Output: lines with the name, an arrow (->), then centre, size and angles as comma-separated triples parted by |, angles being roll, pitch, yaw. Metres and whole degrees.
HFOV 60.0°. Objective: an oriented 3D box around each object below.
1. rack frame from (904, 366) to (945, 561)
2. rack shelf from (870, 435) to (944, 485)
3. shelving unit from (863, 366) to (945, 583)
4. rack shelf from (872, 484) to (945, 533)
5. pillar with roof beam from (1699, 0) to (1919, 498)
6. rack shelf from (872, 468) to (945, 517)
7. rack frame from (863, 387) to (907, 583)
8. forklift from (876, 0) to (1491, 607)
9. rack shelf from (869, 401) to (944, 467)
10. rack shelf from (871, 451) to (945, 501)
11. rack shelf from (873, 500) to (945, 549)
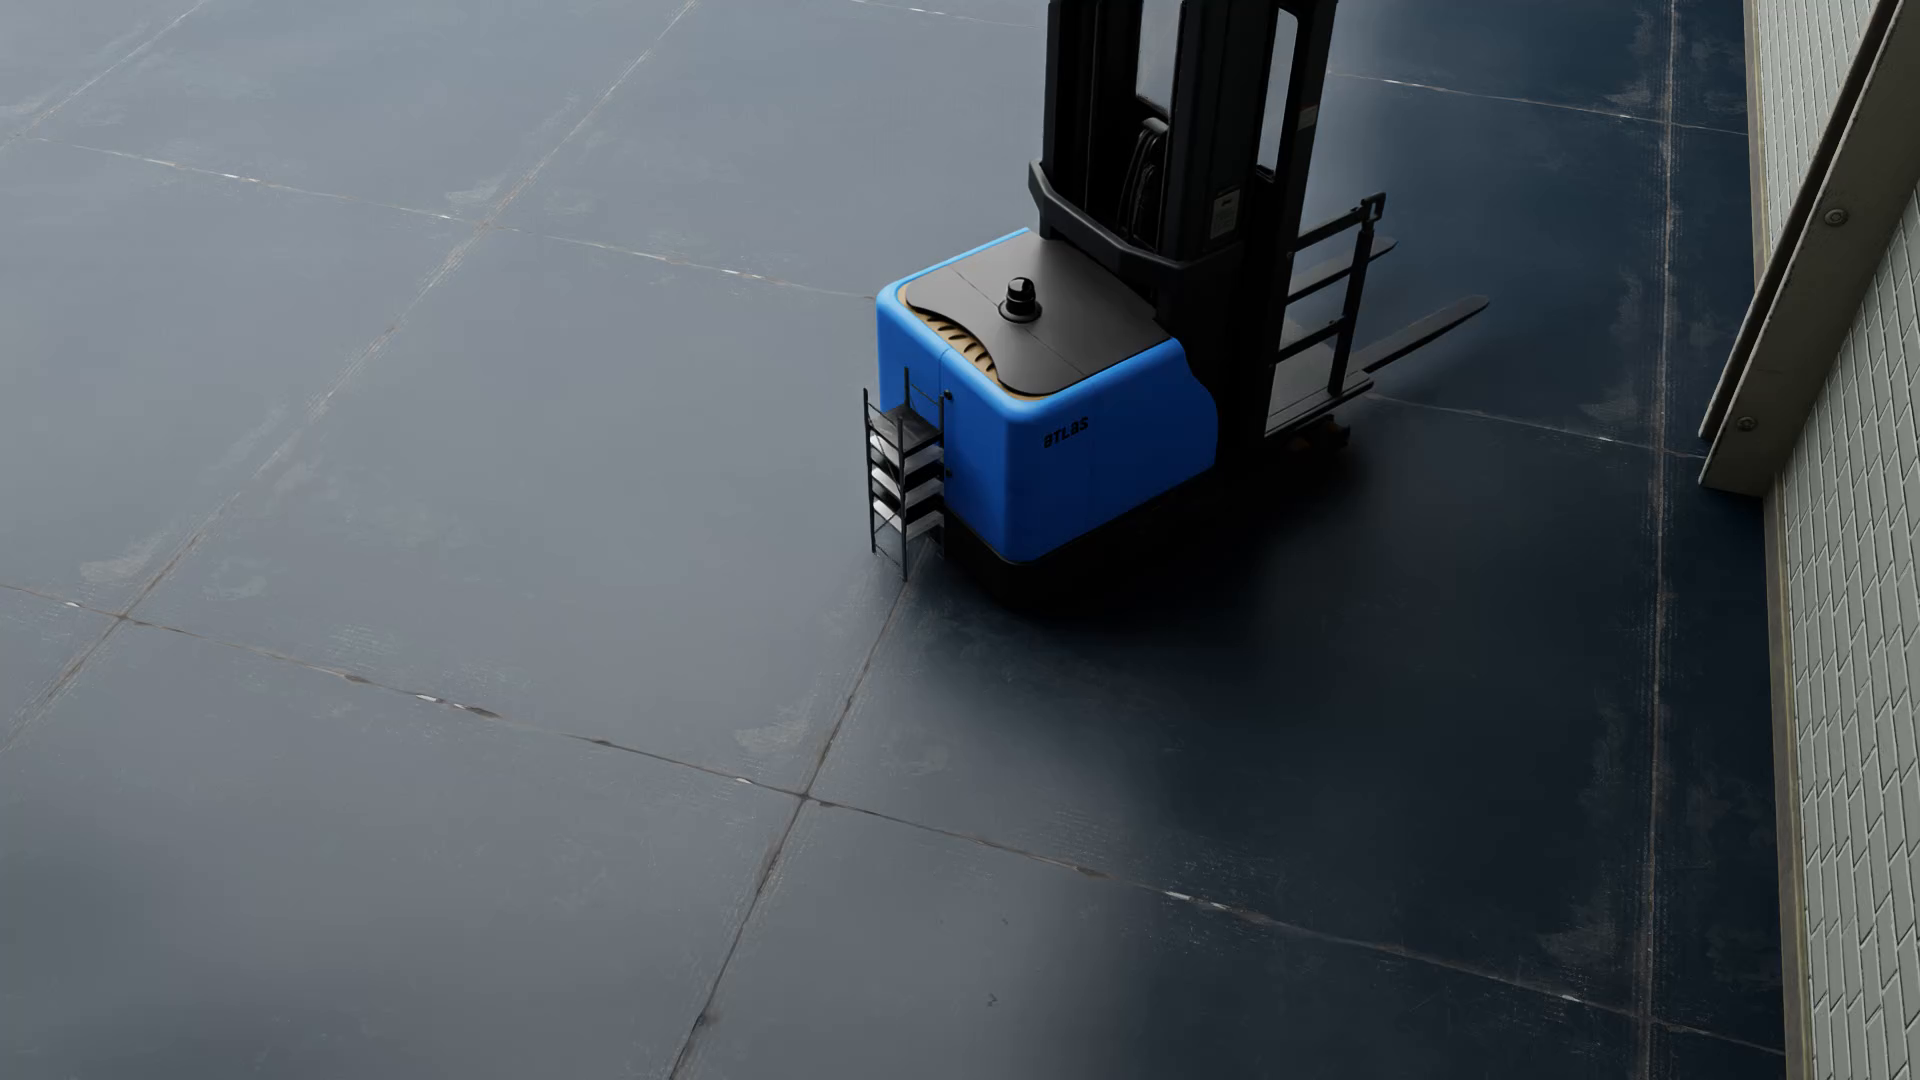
rack frame -> -0.141, -0.298, 6.809 | 0.006, 0.900, 0.240 | -30, 52, -27
rack shelf -> -0.220, -0.357, 6.660 | 0.200, 0.077, 0.258 | -30, 52, -27
shelving unit -> -0.220, -0.253, 6.763 | 0.210, 0.900, 0.258 | -30, 52, -27
rack shelf -> -0.220, -0.164, 6.849 | 0.200, 0.077, 0.258 | -30, 52, -27
pillar with roof beam -> -0.608, -4.472, 5.285 | 9.100, 9.000, 0.400 | 13, 46, 13
rack shelf -> -0.220, -0.229, 6.786 | 0.200, 0.077, 0.258 | -30, 52, -27
rack frame -> -0.299, -0.208, 6.717 | 0.006, 0.900, 0.240 | -30, 52, -27
forklift -> 1.139, -1.613, 6.702 | 3.031, 2.935, 1.130 | -27, 50, -25
rack shelf -> -0.220, -0.422, 6.597 | 0.200, 0.077, 0.258 | -30, 52, -27
rack shelf -> -0.220, -0.293, 6.723 | 0.200, 0.077, 0.258 | -30, 52, -27
rack shelf -> -0.220, -0.100, 6.912 | 0.200, 0.077, 0.258 | -30, 52, -27
